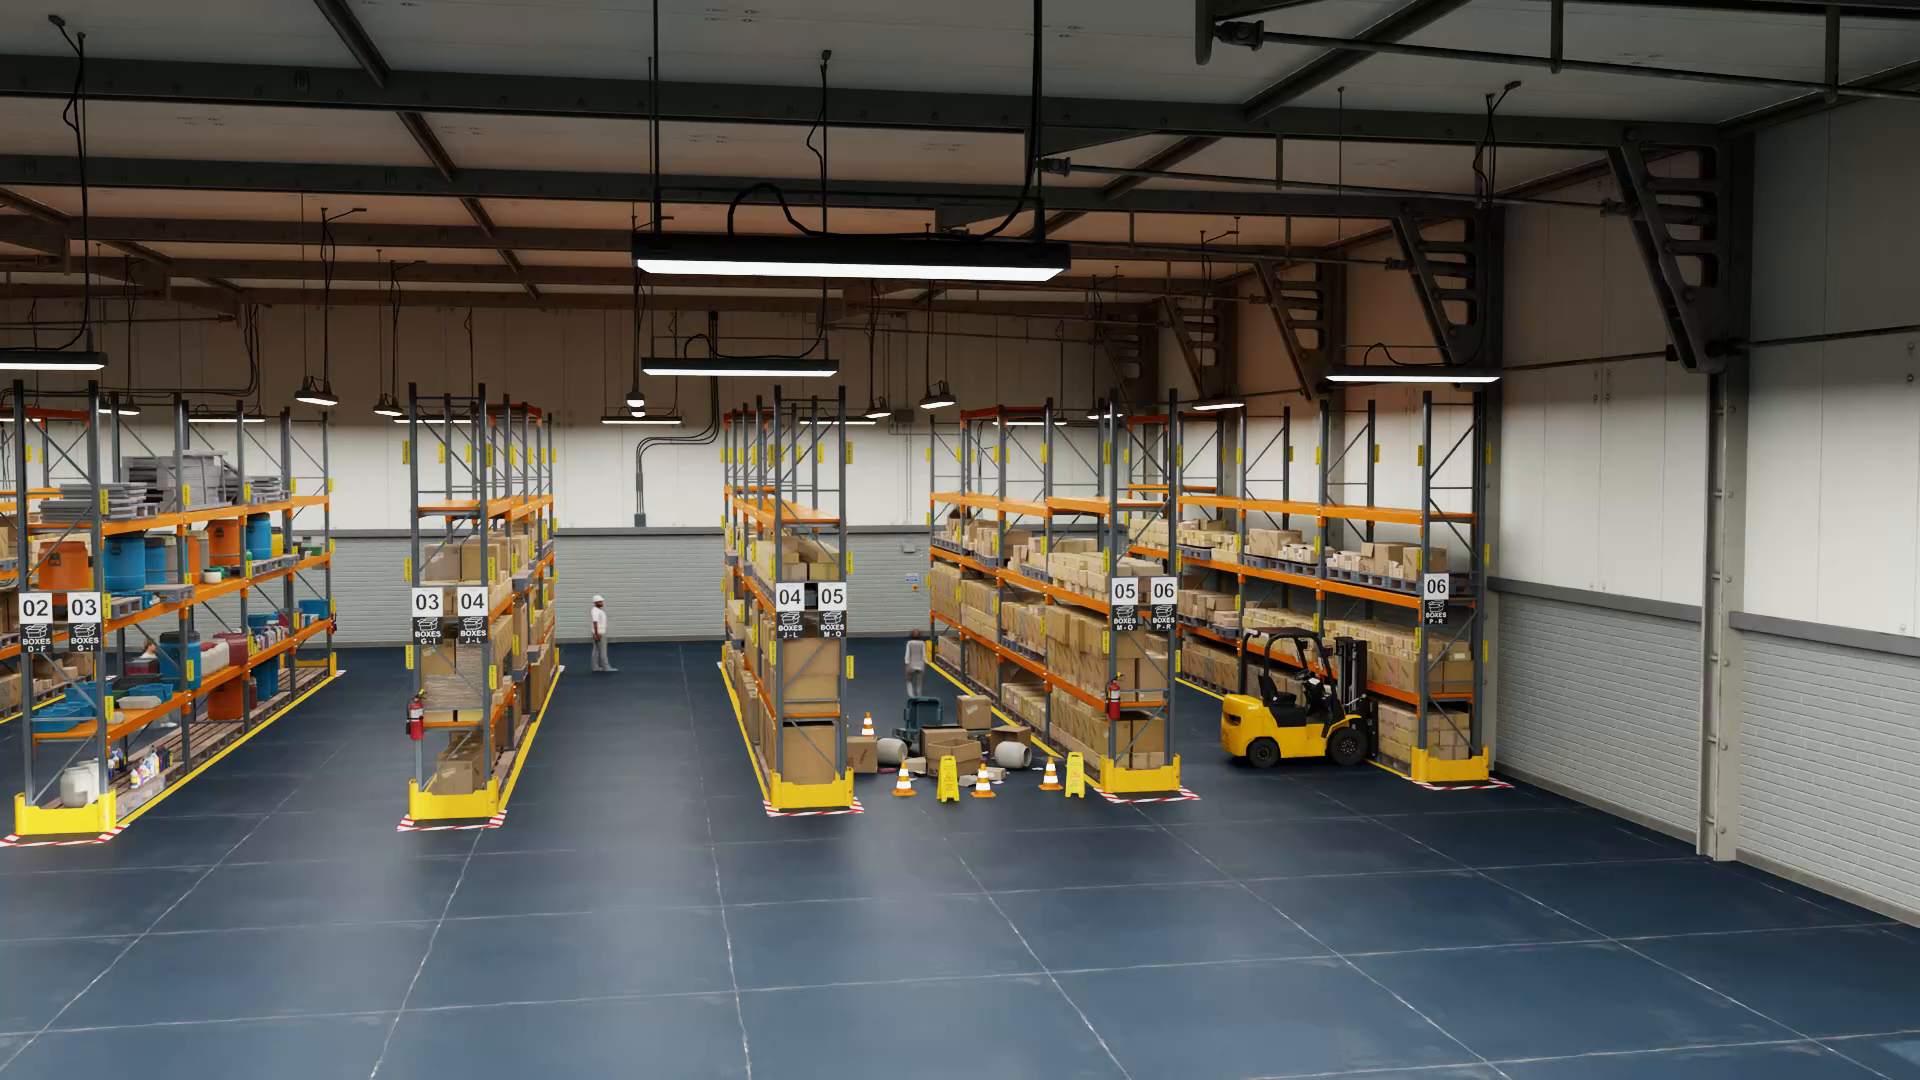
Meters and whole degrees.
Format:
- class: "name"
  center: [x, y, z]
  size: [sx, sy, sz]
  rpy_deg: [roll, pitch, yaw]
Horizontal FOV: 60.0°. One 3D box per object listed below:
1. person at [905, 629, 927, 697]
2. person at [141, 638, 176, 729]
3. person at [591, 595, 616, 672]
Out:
- class: "person"
  center: [-0.868, 2.542, 32.651]
  size: [0.431, 1.610, 0.501]
  rpy_deg: [0, 3, -4]
- class: "person"
  center: [-14.779, 2.630, 30.495]
  size: [0.569, 1.666, 0.485]
  rpy_deg: [1, 3, 18]
- class: "person"
  center: [-8.284, 2.161, 38.602]
  size: [0.558, 1.763, 0.587]
  rpy_deg: [-1, 3, -19]
